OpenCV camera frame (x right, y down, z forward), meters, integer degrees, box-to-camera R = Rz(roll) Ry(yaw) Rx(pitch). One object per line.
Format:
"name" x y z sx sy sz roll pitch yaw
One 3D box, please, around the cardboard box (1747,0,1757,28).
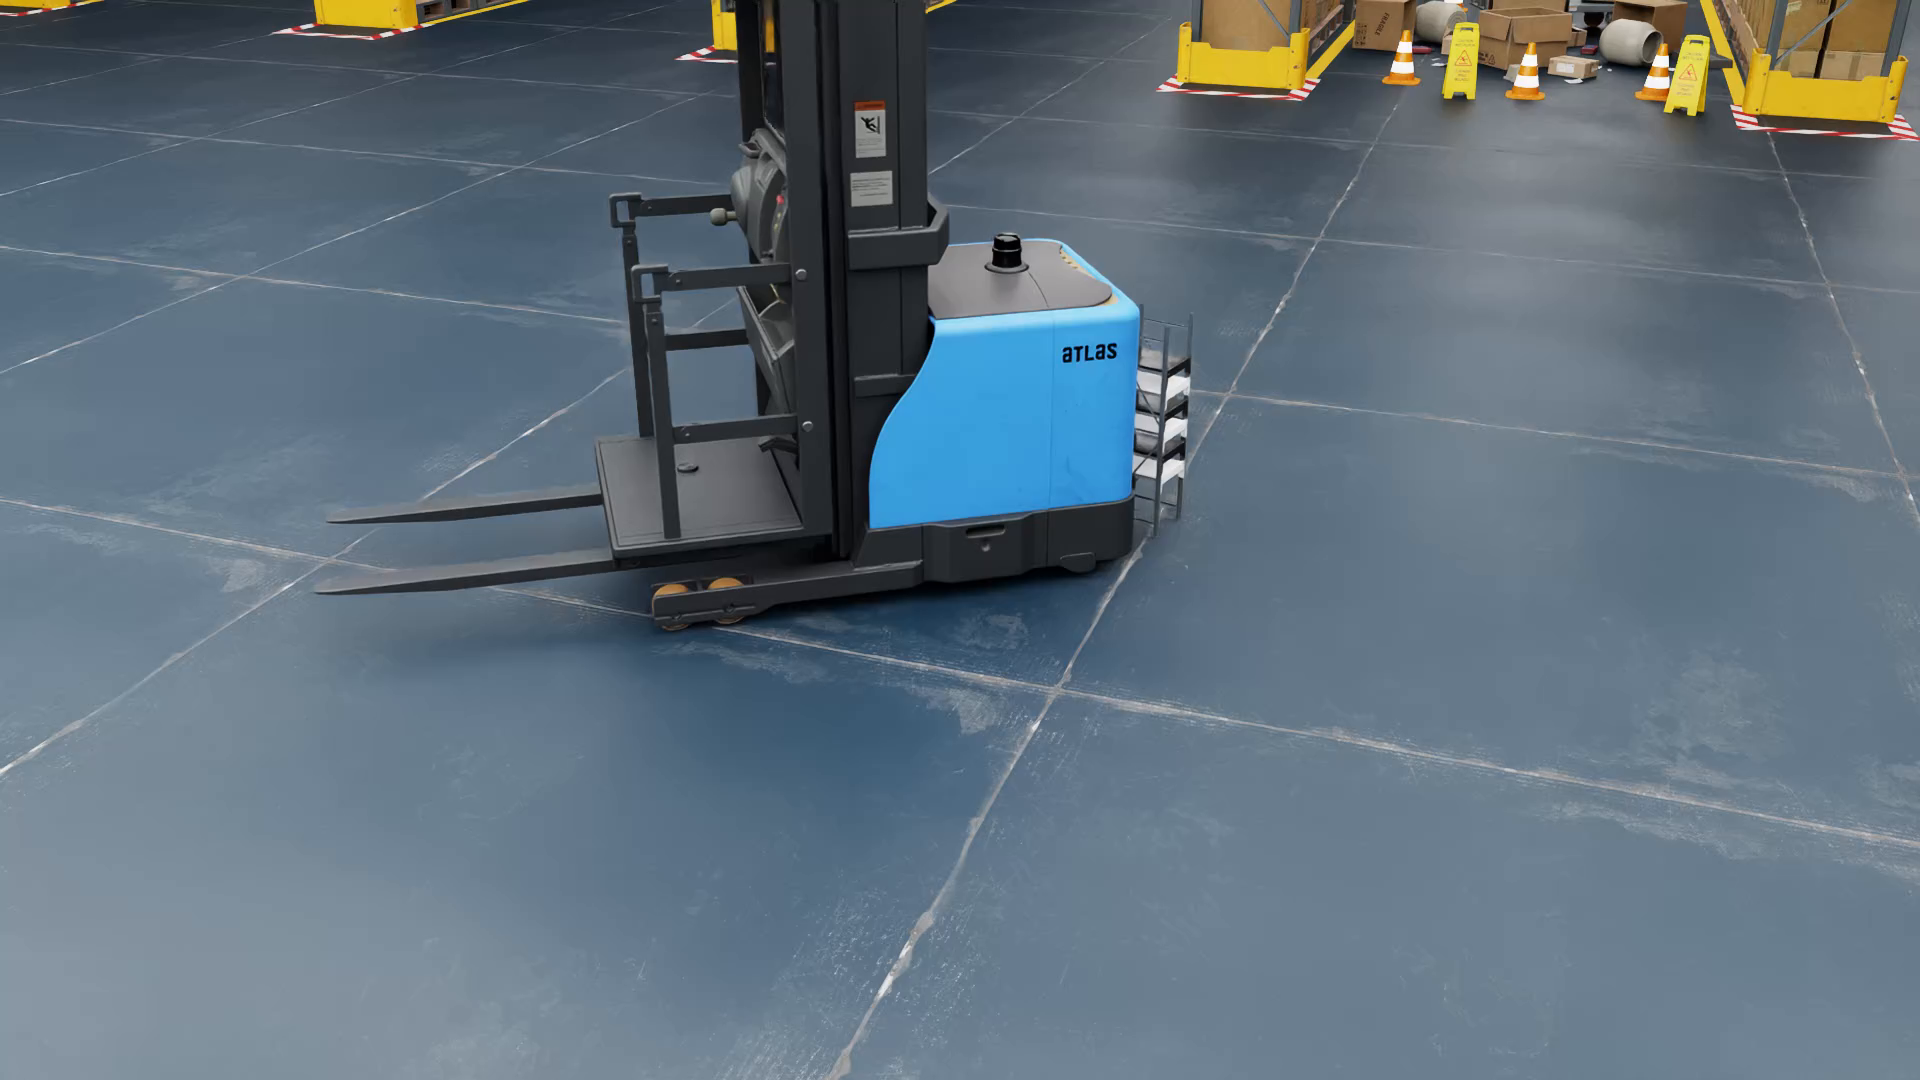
"cardboard box" 7.712 -5.060 15.572 0.500 0.500 0.500 8 27 16

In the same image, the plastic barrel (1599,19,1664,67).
"plastic barrel" 6.606 -4.891 16.367 0.421 0.421 0.512 -14 29 -27

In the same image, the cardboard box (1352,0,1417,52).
"cardboard box" 4.427 -5.392 17.310 0.500 0.500 0.500 14 29 26

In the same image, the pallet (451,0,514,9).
"pallet" -6.006 -6.754 20.457 1.003 0.211 1.213 9 27 17

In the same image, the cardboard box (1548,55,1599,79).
"cardboard box" 5.877 -4.531 15.937 0.250 0.149 0.380 -20 33 -36

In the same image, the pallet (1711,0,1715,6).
"pallet" 9.747 -6.694 20.334 1.003 0.211 1.213 9 27 17

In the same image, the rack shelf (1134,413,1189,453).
"rack shelf" 0.760 -0.446 6.715 0.258 0.077 0.200 16 30 30

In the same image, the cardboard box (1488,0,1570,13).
"cardboard box" 5.847 -5.395 17.159 0.797 0.637 0.503 9 27 17

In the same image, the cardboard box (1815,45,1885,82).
"cardboard box" 7.876 -4.226 14.708 0.500 0.250 0.500 9 27 17

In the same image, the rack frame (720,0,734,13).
"rack frame" -1.999 -6.420 16.567 1.000 3.000 0.127 9 27 17

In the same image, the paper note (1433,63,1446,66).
"paper note" 4.754 -4.703 16.430 0.144 0.017 0.142 20 32 35

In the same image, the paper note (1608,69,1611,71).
"paper note" 6.328 -4.579 16.197 0.032 0.001 0.123 9 27 17

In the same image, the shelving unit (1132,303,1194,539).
"shelving unit" 0.760 -0.476 6.701 0.258 0.900 0.210 16 30 30

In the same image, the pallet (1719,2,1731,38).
"pallet" 8.935 -5.692 18.263 1.003 0.211 1.213 9 27 17

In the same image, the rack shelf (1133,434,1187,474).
"rack shelf" 0.760 -0.365 6.754 0.258 0.077 0.200 16 30 30

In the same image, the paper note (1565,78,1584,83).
"paper note" 5.784 -4.323 15.644 0.148 0.019 0.142 0 26 -1

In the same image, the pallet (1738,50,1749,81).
"pallet" 8.083 -4.587 15.982 1.003 0.211 1.213 9 27 17

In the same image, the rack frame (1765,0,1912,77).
"rack frame" 7.346 -4.983 13.599 1.000 3.000 0.127 9 27 17

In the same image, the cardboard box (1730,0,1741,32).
"cardboard box" 8.226 -5.375 17.082 0.500 0.250 0.500 7 27 15

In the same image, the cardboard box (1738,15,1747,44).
"cardboard box" 7.885 -4.935 16.174 0.500 0.250 0.500 8 27 17

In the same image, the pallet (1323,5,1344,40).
"pallet" 3.649 -5.747 18.377 1.003 0.211 1.213 9 27 17

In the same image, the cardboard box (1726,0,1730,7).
"cardboard box" 9.086 -6.145 18.532 0.950 0.372 0.625 11 28 21

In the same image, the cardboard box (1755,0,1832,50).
"cardboard box" 7.367 -4.639 14.701 0.500 0.500 0.500 9 27 18

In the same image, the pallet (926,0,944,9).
"pallet" -0.858 -6.527 19.989 1.003 0.211 1.213 9 27 17

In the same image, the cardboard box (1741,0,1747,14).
"cardboard box" 8.059 -5.490 16.460 0.500 0.500 0.500 10 28 20

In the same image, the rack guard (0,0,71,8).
"rack guard" -11.347 -6.723 20.062 1.175 0.500 0.348 9 27 17

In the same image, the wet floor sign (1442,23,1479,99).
"wet floor sign" 4.502 -4.300 14.891 0.267 0.644 0.232 4 26 8

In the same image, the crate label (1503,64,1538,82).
"crate label" 5.316 -4.411 15.704 0.250 0.136 0.298 -5 26 -9

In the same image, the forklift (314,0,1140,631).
"forklift" -0.899 -1.244 5.956 3.031 2.935 1.130 -7 27 -13

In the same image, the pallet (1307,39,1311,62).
"pallet" 2.837 -4.744 16.306 1.003 0.211 1.213 9 27 17

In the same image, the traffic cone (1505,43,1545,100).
"traffic cone" 5.113 -4.226 14.947 0.336 0.463 0.334 9 27 17

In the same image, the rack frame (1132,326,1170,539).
"rack frame" 0.704 -0.439 6.625 0.240 0.900 0.006 16 30 30

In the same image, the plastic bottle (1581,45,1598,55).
"plastic bottle" 6.479 -5.046 17.101 0.133 0.061 0.283 14 29 26

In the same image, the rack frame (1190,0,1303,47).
"rack frame" 2.645 -5.659 14.996 1.000 3.000 0.127 9 27 17

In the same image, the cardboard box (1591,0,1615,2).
"cardboard box" 6.989 -6.088 17.881 0.500 0.500 0.500 9 27 17

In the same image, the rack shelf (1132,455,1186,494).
"rack shelf" 0.760 -0.284 6.794 0.258 0.077 0.200 16 30 30

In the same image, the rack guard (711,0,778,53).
"rack guard" -1.974 -5.326 17.176 1.175 0.500 0.348 9 27 17

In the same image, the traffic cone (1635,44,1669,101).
"traffic cone" 6.273 -4.205 14.903 0.336 0.463 0.334 9 27 17

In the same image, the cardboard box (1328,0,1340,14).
"cardboard box" 3.701 -6.287 18.249 0.875 0.875 0.875 9 27 18

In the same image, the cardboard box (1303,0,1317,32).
"cardboard box" 3.099 -5.542 16.710 0.875 0.875 0.875 8 27 17

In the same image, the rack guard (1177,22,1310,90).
"rack guard" 2.637 -4.524 15.520 1.175 0.500 0.348 9 27 17

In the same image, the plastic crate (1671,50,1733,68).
"plastic crate" 7.382 -4.786 16.543 0.402 0.080 0.583 0 26 -1

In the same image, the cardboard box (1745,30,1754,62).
"cardboard box" 7.541 -4.517 15.311 0.500 0.250 0.500 9 27 18
